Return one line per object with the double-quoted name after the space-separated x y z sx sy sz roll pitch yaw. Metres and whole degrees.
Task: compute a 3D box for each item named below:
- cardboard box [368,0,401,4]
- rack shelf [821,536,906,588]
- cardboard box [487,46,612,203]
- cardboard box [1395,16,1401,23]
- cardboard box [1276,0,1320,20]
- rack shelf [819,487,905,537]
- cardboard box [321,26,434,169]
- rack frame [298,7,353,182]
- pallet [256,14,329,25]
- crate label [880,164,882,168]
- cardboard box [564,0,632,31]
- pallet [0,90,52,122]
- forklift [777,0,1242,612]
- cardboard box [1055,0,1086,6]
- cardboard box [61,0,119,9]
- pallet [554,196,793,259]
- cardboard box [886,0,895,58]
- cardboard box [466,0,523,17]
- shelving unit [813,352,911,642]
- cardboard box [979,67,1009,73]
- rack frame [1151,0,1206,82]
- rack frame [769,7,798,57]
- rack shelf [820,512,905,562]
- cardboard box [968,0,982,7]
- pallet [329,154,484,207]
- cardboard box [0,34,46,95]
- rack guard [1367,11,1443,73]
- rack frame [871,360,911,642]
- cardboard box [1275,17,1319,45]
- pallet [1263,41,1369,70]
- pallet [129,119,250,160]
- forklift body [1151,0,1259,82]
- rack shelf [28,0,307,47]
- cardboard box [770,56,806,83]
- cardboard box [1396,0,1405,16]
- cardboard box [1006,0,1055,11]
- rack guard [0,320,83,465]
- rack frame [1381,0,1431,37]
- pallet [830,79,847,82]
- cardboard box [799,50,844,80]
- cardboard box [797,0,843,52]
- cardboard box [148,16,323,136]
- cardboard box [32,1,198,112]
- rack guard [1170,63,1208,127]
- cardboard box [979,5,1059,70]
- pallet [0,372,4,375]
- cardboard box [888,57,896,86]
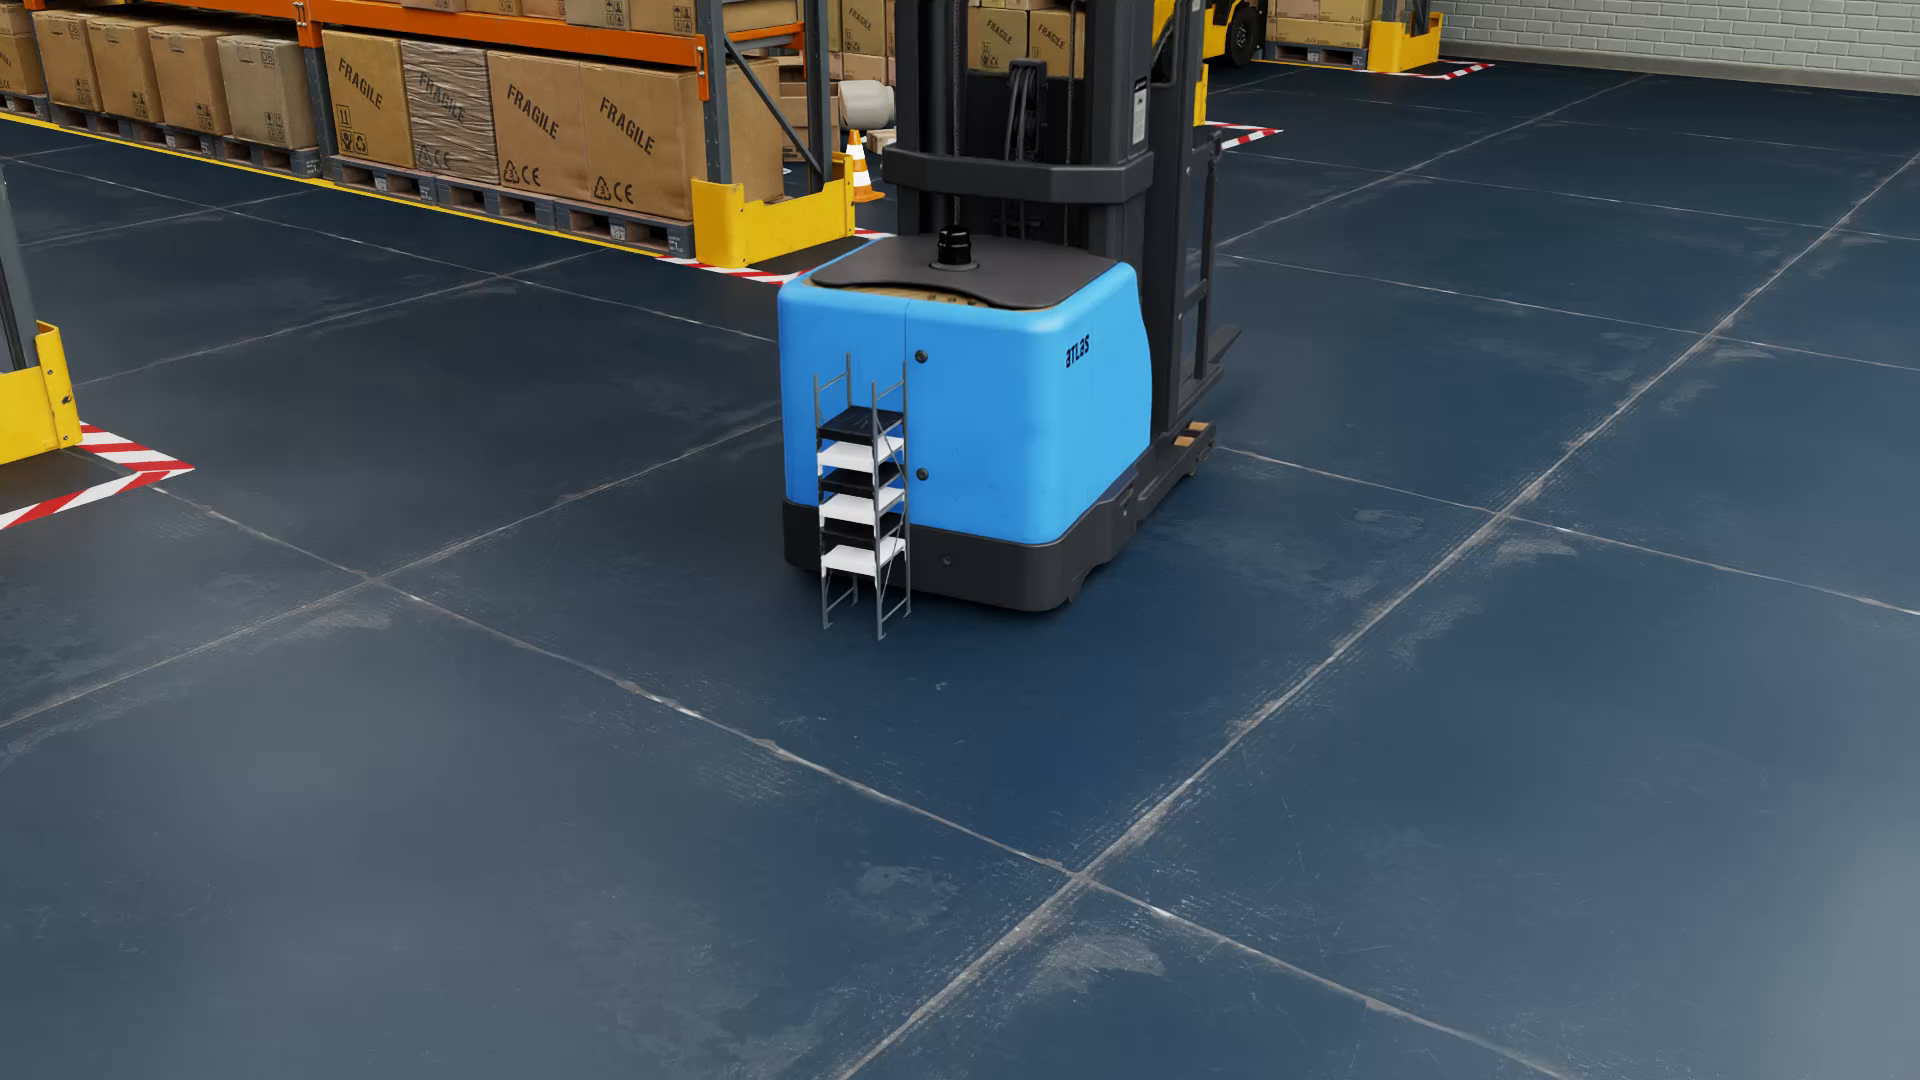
-3.603 -4.040 11.512 0.550 0.550 0.875 17 29 33 "cardboard box"
-0.314 0.058 5.531 0.200 0.077 0.258 10 26 22 "rack shelf"
-2.445 -2.789 10.975 0.875 0.875 0.875 16 29 32 "cardboard box"
4.428 -5.554 18.025 0.500 0.250 0.500 17 29 34 "cardboard box"
3.732 -5.743 17.833 0.500 0.250 0.500 16 29 33 "cardboard box"
-0.314 -0.107 5.458 0.200 0.077 0.258 10 26 22 "rack shelf"
-3.897 -3.227 11.969 0.875 0.875 0.875 17 29 34 "cardboard box"
-4.359 -4.182 12.021 0.127 3.000 1.000 17 29 33 "rack frame"
-8.434 -6.671 21.129 1.213 0.211 1.003 17 29 33 "pallet"
-0.448 -2.944 12.761 0.298 0.136 0.250 3 24 6 "crate label"
-1.935 -3.484 10.252 0.550 0.550 0.875 17 29 33 "cardboard box"
-8.184 -4.063 15.209 1.213 0.211 1.003 17 29 33 "pallet"
0.435 -1.666 6.396 1.130 2.935 3.031 10 26 22 "forklift"
0.810 -4.528 14.766 0.500 0.500 0.500 16 28 31 "cardboard box"
-7.966 -4.786 15.040 0.500 0.250 0.500 15 28 31 "cardboard box"
-1.845 -2.107 10.770 1.213 0.211 1.003 17 29 33 "pallet"
-0.311 -4.599 14.927 0.500 0.500 0.500 19 30 36 "cardboard box"
-2.757 -3.775 10.912 0.500 0.550 0.875 17 29 33 "cardboard box"
-0.314 -0.137 5.445 0.210 0.900 0.258 10 26 22 "shelving unit"
0.512 -4.007 14.513 0.500 0.250 0.500 17 29 33 "cardboard box"
1.730 -4.836 13.506 0.127 3.000 1.000 17 29 33 "rack frame"
-1.471 -5.803 15.701 0.127 3.000 1.000 17 29 33 "rack frame"
-0.314 -0.024 5.495 0.200 0.077 0.258 10 26 22 "rack shelf"
0.189 -4.713 14.381 0.250 0.149 0.380 18 30 35 "cardboard box"
-3.797 -2.697 12.109 1.213 0.211 1.003 17 29 33 "pallet"
-8.243 -4.272 14.806 0.500 0.500 0.500 17 29 33 "cardboard box"
4.723 -5.289 17.634 0.348 0.500 1.175 17 29 33 "rack guard"
-0.221 -0.121 5.407 0.006 0.900 0.240 10 26 22 "rack frame"
3.746 -5.507 17.919 0.500 0.250 0.500 17 29 33 "cardboard box"
4.067 -5.334 18.094 1.213 0.211 1.003 17 29 33 "pallet"
-6.002 -3.363 13.621 1.213 0.211 1.003 17 29 33 "pallet"
2.092 -5.920 17.019 1.214 2.155 2.313 17 29 33 "forklift body"
-5.959 -4.336 13.264 4.000 0.370 1.077 17 29 33 "rack shelf"
-1.429 -3.963 14.620 0.500 0.500 0.500 -5 24 -12 "cardboard box"
4.452 -5.782 17.922 0.500 0.250 0.500 17 29 34 "cardboard box"
0.599 -4.587 14.095 0.250 0.149 0.380 18 29 35 "cardboard box"
-4.274 -0.513 6.795 0.348 0.500 1.175 17 29 33 "rack guard"
4.704 -6.439 17.143 0.127 3.000 1.000 17 29 33 "rack frame"
-0.912 -4.376 15.921 1.213 0.211 1.003 17 29 33 "pallet"
-1.161 -4.508 15.650 0.500 0.250 0.500 15 28 31 "cardboard box"
-1.161 -4.851 15.498 0.500 0.500 0.500 18 30 36 "cardboard box"
-5.679 -3.700 13.197 0.750 0.750 1.050 17 29 33 "cardboard box"
-7.126 -4.136 14.185 0.750 0.750 1.050 16 29 33 "cardboard box"
1.669 -3.711 14.052 0.348 0.500 1.175 17 29 33 "rack guard"
0.513 -4.348 14.357 0.500 0.500 0.500 18 30 35 "cardboard box"
-4.903 -0.589 7.325 1.213 0.211 1.003 17 29 33 "pallet"
-0.301 -4.255 15.076 0.500 0.250 0.500 16 29 33 "cardboard box"
